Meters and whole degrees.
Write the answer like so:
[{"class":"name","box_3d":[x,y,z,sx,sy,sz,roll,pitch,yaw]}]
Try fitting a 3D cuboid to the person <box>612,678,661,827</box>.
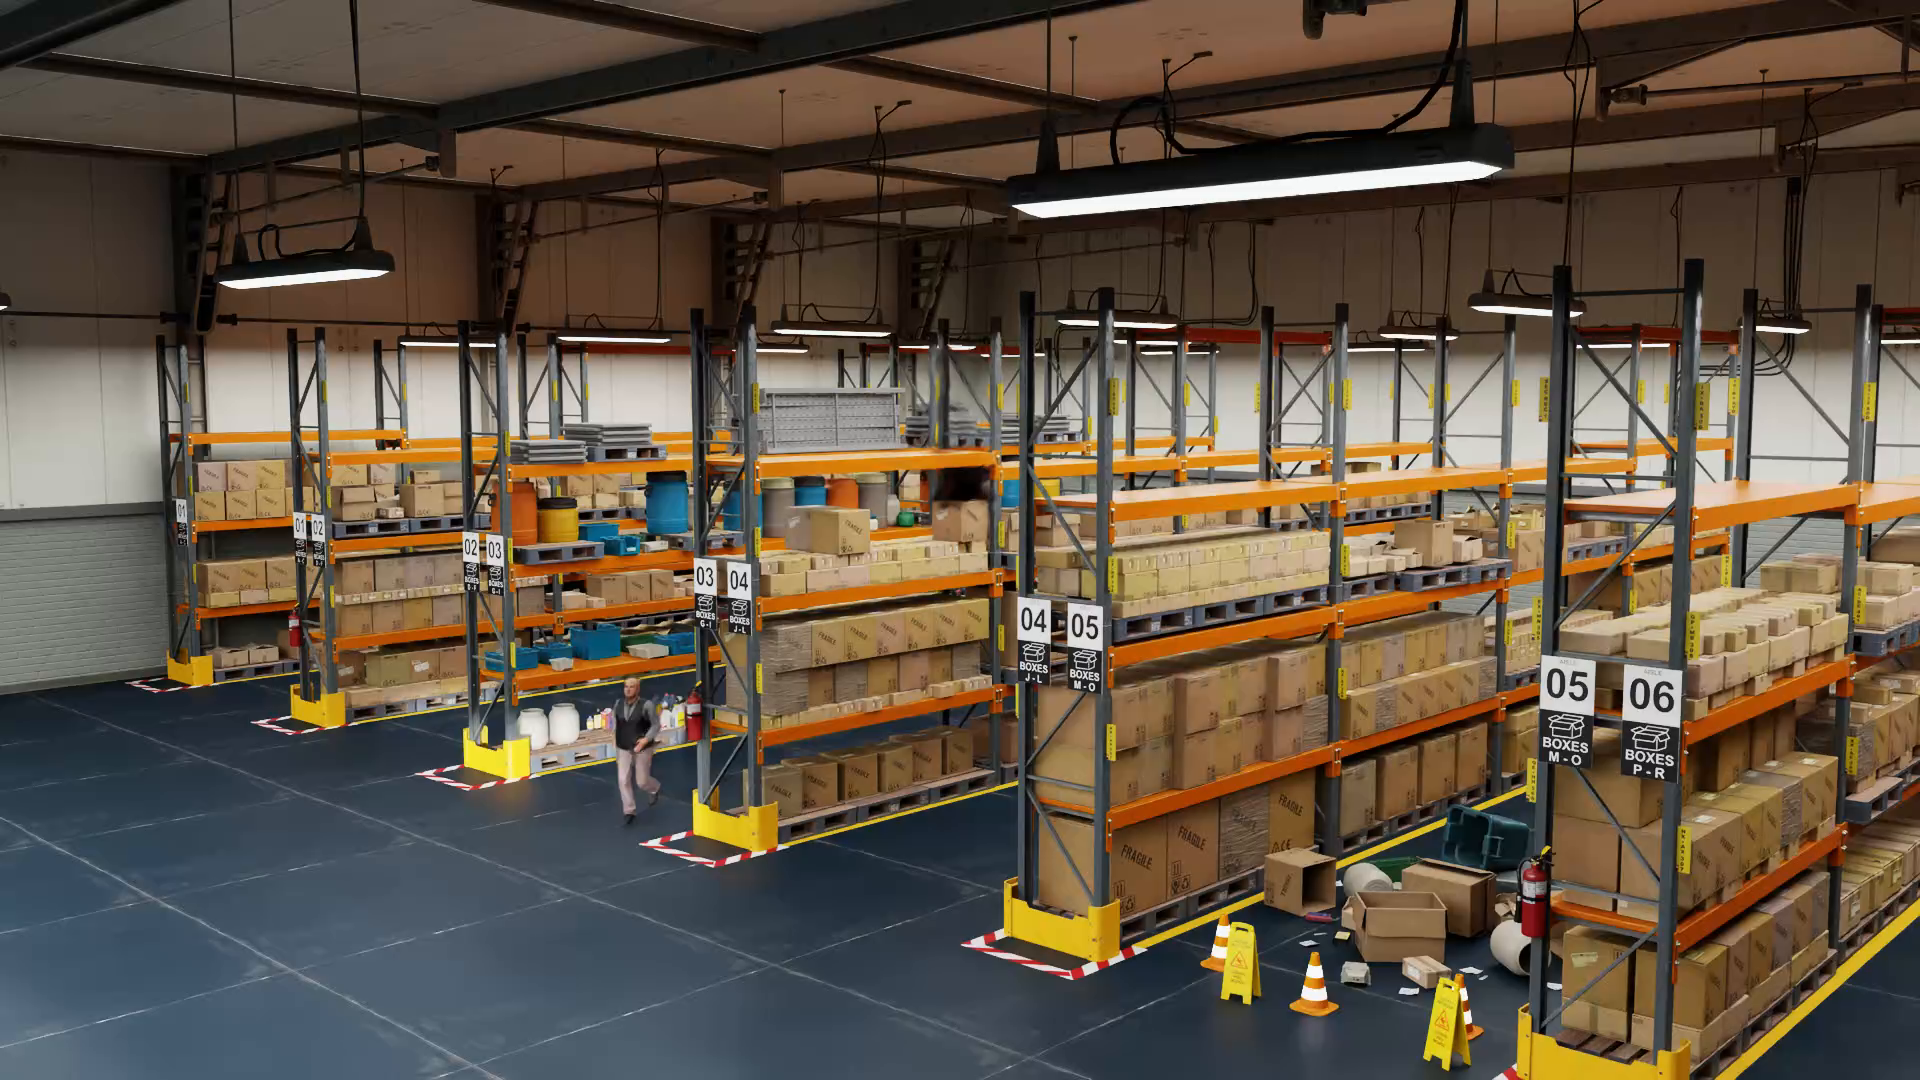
[{"class":"person","box_3d":[-3.846,2.473,19.787,0.651,1.706,0.839,1,5,10]}]
